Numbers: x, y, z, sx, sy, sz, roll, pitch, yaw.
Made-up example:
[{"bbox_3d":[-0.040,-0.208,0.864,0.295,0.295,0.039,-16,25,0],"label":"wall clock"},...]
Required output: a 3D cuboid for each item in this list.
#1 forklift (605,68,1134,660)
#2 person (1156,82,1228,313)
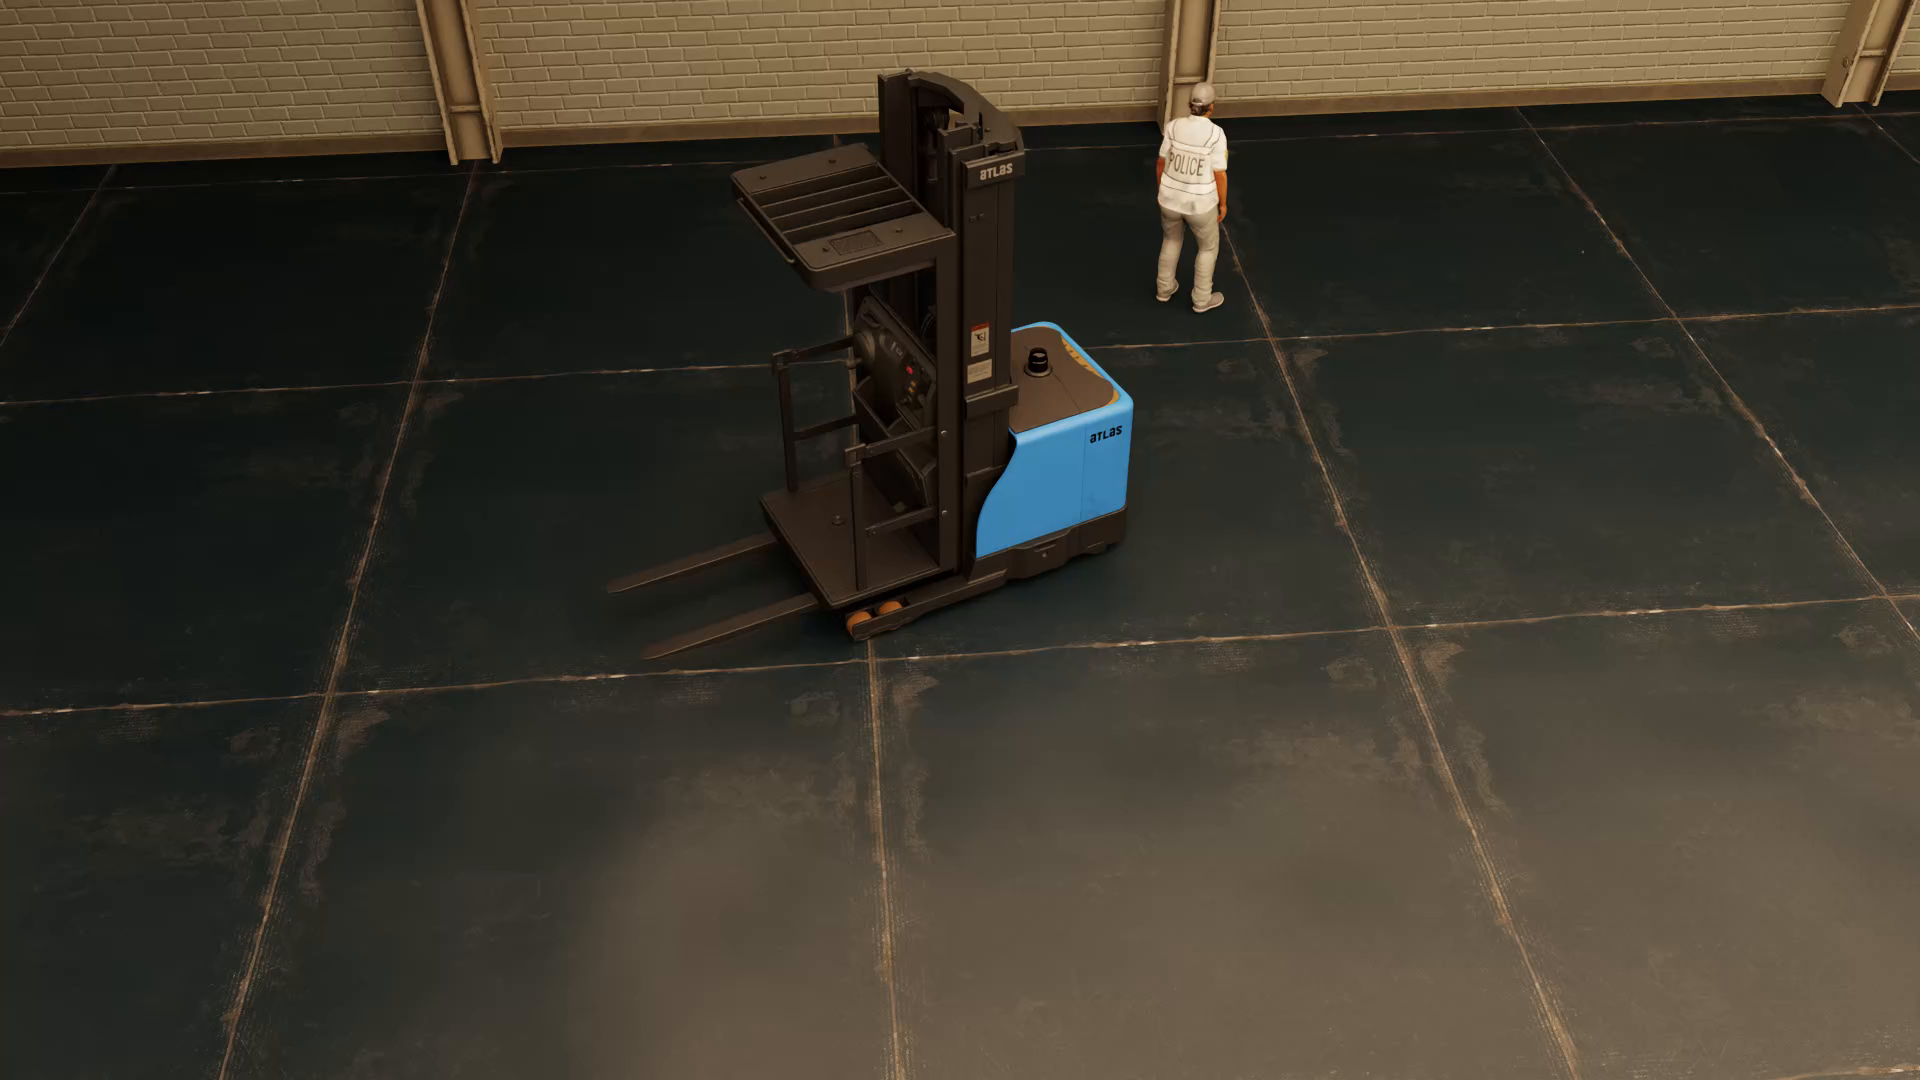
[{"bbox_3d":[-0.541,-0.933,9.029,3.031,2.935,1.130,-18,44,-20],"label":"forklift"},{"bbox_3d":[1.648,-2.409,11.731,0.550,1.664,0.470,21,45,22],"label":"person"}]
